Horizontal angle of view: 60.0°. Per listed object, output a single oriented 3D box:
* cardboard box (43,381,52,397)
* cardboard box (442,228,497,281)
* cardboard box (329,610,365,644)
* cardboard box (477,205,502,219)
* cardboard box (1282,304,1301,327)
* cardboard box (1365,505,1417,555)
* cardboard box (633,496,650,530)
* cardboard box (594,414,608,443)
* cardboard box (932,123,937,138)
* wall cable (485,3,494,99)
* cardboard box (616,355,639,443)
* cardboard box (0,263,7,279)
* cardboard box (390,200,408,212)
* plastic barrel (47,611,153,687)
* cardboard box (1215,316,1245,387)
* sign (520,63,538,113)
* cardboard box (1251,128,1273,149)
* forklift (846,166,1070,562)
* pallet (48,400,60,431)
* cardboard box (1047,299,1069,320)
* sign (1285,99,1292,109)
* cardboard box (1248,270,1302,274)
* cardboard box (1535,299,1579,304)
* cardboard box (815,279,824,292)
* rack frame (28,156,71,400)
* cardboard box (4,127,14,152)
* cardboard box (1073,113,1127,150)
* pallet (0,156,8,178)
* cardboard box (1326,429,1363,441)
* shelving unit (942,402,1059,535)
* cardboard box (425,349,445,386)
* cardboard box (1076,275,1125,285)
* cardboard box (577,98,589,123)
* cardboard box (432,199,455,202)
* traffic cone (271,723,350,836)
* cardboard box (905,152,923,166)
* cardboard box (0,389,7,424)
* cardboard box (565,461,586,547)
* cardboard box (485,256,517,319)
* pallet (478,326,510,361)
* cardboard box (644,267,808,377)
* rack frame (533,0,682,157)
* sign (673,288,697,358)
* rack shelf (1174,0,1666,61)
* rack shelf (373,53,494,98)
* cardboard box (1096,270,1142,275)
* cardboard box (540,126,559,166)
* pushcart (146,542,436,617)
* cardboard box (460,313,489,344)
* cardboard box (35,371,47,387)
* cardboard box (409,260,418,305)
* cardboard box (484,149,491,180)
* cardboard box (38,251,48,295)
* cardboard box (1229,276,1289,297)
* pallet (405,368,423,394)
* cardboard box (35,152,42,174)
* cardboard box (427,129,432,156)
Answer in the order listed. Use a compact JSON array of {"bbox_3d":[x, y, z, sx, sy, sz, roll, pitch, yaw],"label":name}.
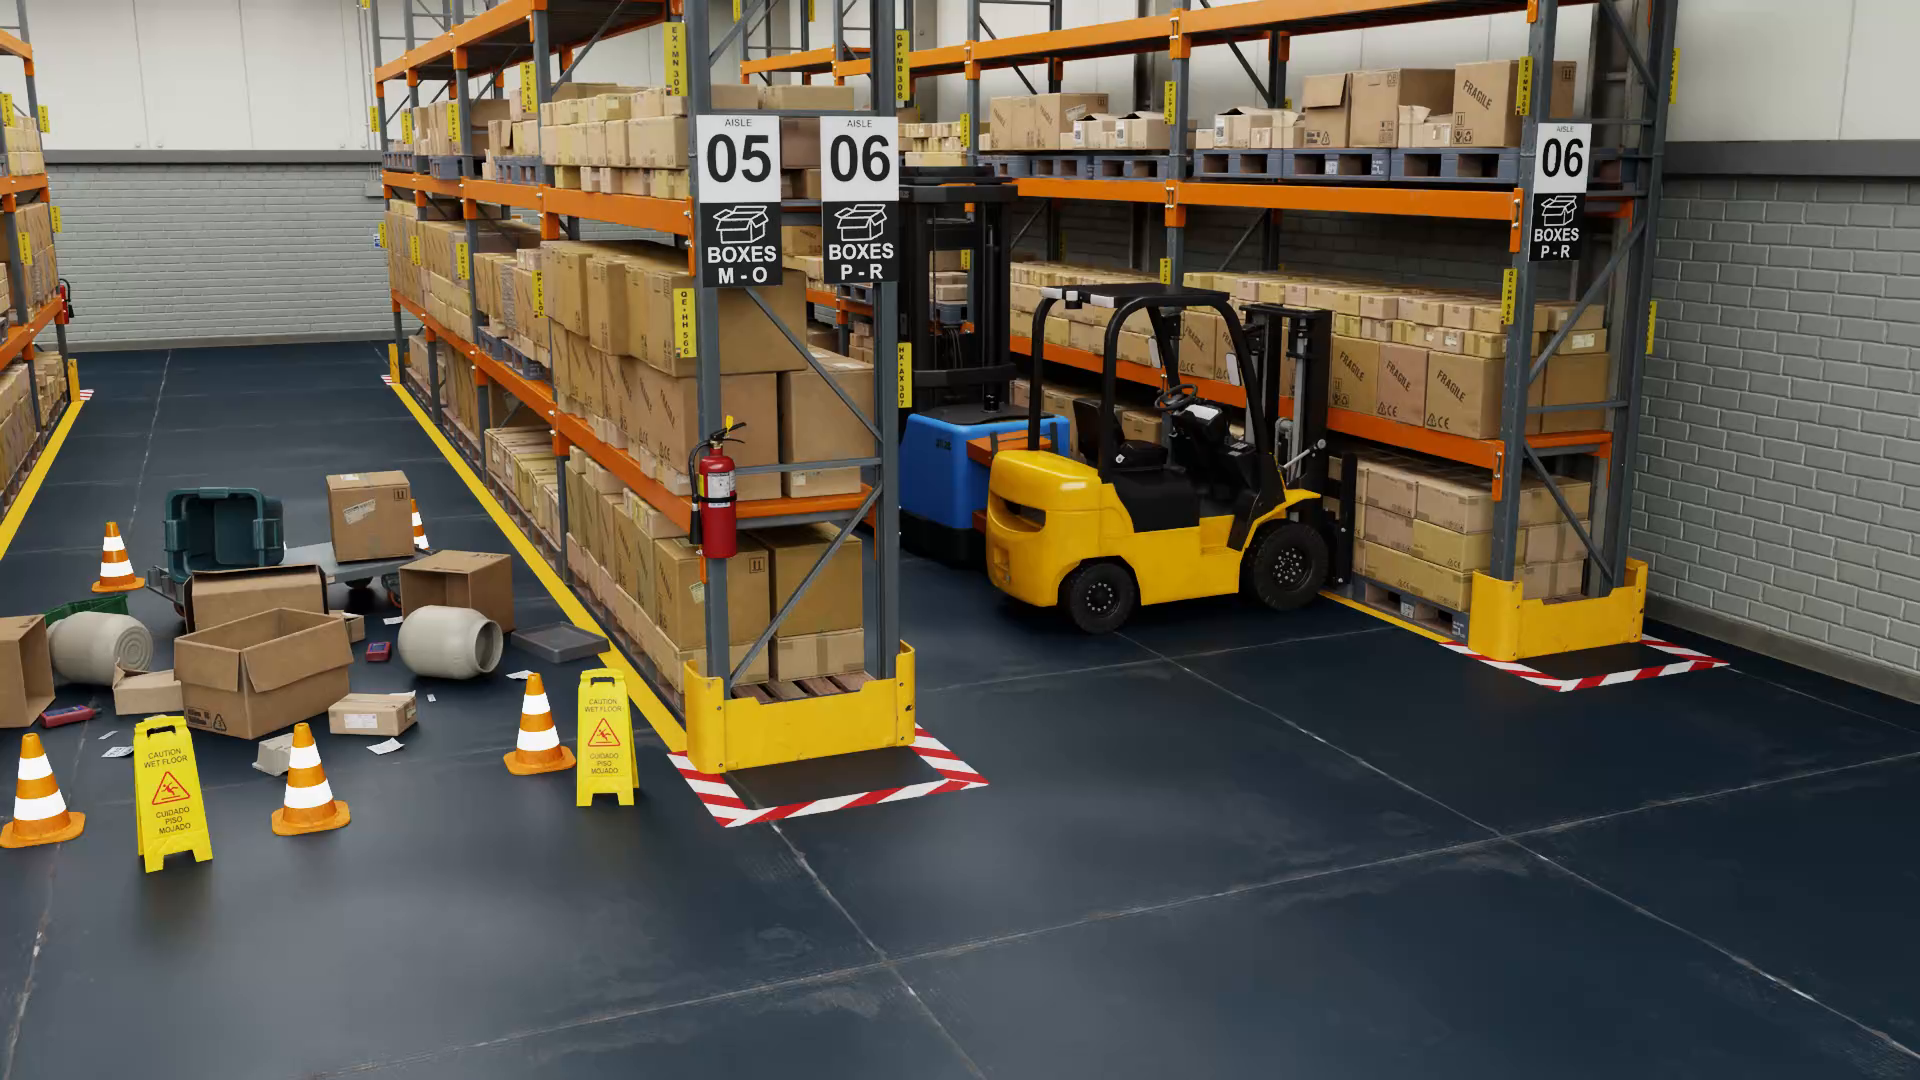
[{"bbox_3d":[-10.495,-1.698,18.788,0.380,0.149,0.250,-6,14,-23],"label":"cardboard box"},{"bbox_3d":[-4.847,-2.839,16.545,0.500,0.500,0.500,-6,14,-23],"label":"cardboard box"},{"bbox_3d":[-4.032,0.509,10.582,0.396,0.266,0.258,6,14,26],"label":"cardboard box"},{"bbox_3d":[-5.485,-3.778,19.165,0.380,0.149,0.250,-6,14,-24],"label":"cardboard box"},{"bbox_3d":[2.528,-1.642,12.153,0.380,0.149,0.250,-6,14,-25],"label":"cardboard box"},{"bbox_3d":[3.084,-0.093,11.179,0.500,0.250,0.500,-6,14,-24],"label":"cardboard box"},{"bbox_3d":[-1.656,-0.169,9.513,0.380,0.149,0.250,-5,14,-22],"label":"cardboard box"},{"bbox_3d":[-2.056,-0.704,10.315,0.380,0.149,0.250,-6,14,-23],"label":"cardboard box"},{"bbox_3d":[-0.081,-4.403,17.878,0.380,0.149,0.250,-6,14,-24],"label":"cardboard box"},{"bbox_3d":[-6.478,-8.066,28.182,2.988,3.039,0.133,-6,14,-23],"label":"wall cable"},{"bbox_3d":[-1.653,-0.847,9.496,0.500,0.500,0.500,-6,14,-23],"label":"cardboard box"},{"bbox_3d":[-9.752,-2.677,16.589,0.380,0.149,0.250,-5,14,-20],"label":"cardboard box"},{"bbox_3d":[-7.141,-4.306,21.445,0.380,0.149,0.250,-5,14,-21],"label":"cardboard box"},{"bbox_3d":[-5.027,0.634,9.693,0.512,0.421,0.421,4,14,16],"label":"plastic barrel"},{"bbox_3d":[2.317,-1.462,12.811,0.500,0.500,0.500,-5,14,-22],"label":"cardboard box"},{"bbox_3d":[-2.899,-3.039,11.177,0.100,0.325,0.005,-6,14,-23],"label":"sign"},{"bbox_3d":[2.364,-2.948,12.205,0.380,0.149,0.250,-5,14,-21],"label":"cardboard box"},{"bbox_3d":[-0.309,-1.551,13.572,1.130,2.935,3.031,-7,15,-29],"label":"forklift"},{"bbox_3d":[-10.886,-1.399,18.948,1.003,0.211,1.213,-6,14,-23],"label":"pallet"},{"bbox_3d":[1.127,-2.201,15.451,0.500,0.250,0.500,-5,14,-22],"label":"cardboard box"},{"bbox_3d":[2.662,-3.437,13.591,0.100,0.325,0.005,-6,14,-23],"label":"sign"},{"bbox_3d":[2.559,-2.105,13.494,0.380,0.149,0.250,-6,14,-23],"label":"cardboard box"},{"bbox_3d":[3.769,-1.467,10.735,0.380,0.149,0.250,-5,14,-21],"label":"cardboard box"},{"bbox_3d":[-1.660,-3.311,21.581,0.380,0.149,0.250,-5,14,-22],"label":"cardboard box"},{"bbox_3d":[-11.694,-3.196,20.528,1.000,3.000,0.127,-6,14,-23],"label":"rack frame"},{"bbox_3d":[-10.065,-4.123,17.103,0.500,0.250,0.500,-5,14,-21],"label":"cardboard box"},{"bbox_3d":[1.334,-3.592,14.628,0.500,0.311,0.500,-6,14,-25],"label":"cardboard box"},{"bbox_3d":[-9.942,-3.603,16.048,1.213,0.211,1.003,-6,14,-23],"label":"pallet"},{"bbox_3d":[2.936,-0.693,12.662,0.500,0.250,0.500,-6,14,-23],"label":"cardboard box"},{"bbox_3d":[0.319,-0.366,12.364,0.538,1.125,1.048,-10,16,-18],"label":"shelving unit"},{"bbox_3d":[-6.109,-2.119,20.622,0.875,0.438,0.875,-6,14,-25],"label":"cardboard box"},{"bbox_3d":[1.275,-2.311,15.042,0.380,0.149,0.250,-5,14,-22],"label":"cardboard box"},{"bbox_3d":[-2.110,-2.608,10.123,0.380,0.149,0.250,-6,14,-25],"label":"cardboard box"},{"bbox_3d":[-6.748,-4.410,21.894,0.380,0.149,0.250,-5,14,-22],"label":"cardboard box"},{"bbox_3d":[-3.025,1.075,7.697,0.336,0.463,0.334,-6,14,-23],"label":"traffic cone"},{"bbox_3d":[-0.278,-4.140,18.286,0.500,0.250,0.500,-6,14,-23],"label":"cardboard box"},{"bbox_3d":[-8.747,-1.165,14.699,0.500,0.250,0.500,-6,14,-24],"label":"cardboard box"},{"bbox_3d":[-2.403,-0.269,11.384,0.500,0.500,0.500,-5,14,-20],"label":"cardboard box"},{"bbox_3d":[-3.811,-2.189,14.362,0.500,0.500,0.500,-5,14,-20],"label":"cardboard box"},{"bbox_3d":[-3.611,-1.781,14.836,1.213,0.211,1.003,-6,14,-23],"label":"pallet"},{"bbox_3d":[-1.194,-1.125,8.481,0.700,0.500,0.500,-6,14,-24],"label":"cardboard box"},{"bbox_3d":[-2.392,-4.108,11.162,1.000,3.000,0.127,-6,14,-23],"label":"rack frame"},{"bbox_3d":[-1.306,-1.031,7.903,0.100,0.325,0.005,-6,14,-23],"label":"sign"},{"bbox_3d":[2.956,-3.598,11.443,1.077,0.370,4.000,-6,14,-23],"label":"rack shelf"},{"bbox_3d":[-6.398,-5.629,20.215,1.077,0.370,4.000,-6,14,-23],"label":"rack shelf"},{"bbox_3d":[1.501,-2.461,15.691,0.380,0.149,0.250,-5,14,-21],"label":"cardboard box"},{"bbox_3d":[-2.467,-2.603,10.984,0.500,0.250,0.500,-6,14,-24],"label":"cardboard box"},{"bbox_3d":[-4.461,0.309,11.199,1.648,0.377,0.936,-12,18,-42],"label":"pushcart"},{"bbox_3d":[-4.435,-2.020,15.776,0.500,0.250,0.500,-6,14,-25],"label":"cardboard box"},{"bbox_3d":[-10.395,-1.787,18.511,0.380,0.149,0.250,-5,14,-22],"label":"cardboard box"},{"bbox_3d":[-6.228,-3.065,19.740,0.500,0.500,0.500,-6,14,-24],"label":"cardboard box"},{"bbox_3d":[-3.922,-3.274,14.510,0.396,0.266,0.258,-6,14,-23],"label":"cardboard box"},{"bbox_3d":[-10.674,-3.006,18.823,0.500,0.500,0.500,-5,14,-20],"label":"cardboard box"},{"bbox_3d":[2.308,-1.954,12.838,0.380,0.149,0.250,-6,14,-24],"label":"cardboard box"},{"bbox_3d":[-6.807,-2.148,22.181,1.003,0.211,1.213,-6,14,-23],"label":"pallet"},{"bbox_3d":[-11.058,-4.410,19.451,0.500,0.250,0.500,-6,14,-23],"label":"cardboard box"},{"bbox_3d":[-5.186,-4.029,16.842,0.396,0.266,0.258,-4,14,-18],"label":"cardboard box"}]
